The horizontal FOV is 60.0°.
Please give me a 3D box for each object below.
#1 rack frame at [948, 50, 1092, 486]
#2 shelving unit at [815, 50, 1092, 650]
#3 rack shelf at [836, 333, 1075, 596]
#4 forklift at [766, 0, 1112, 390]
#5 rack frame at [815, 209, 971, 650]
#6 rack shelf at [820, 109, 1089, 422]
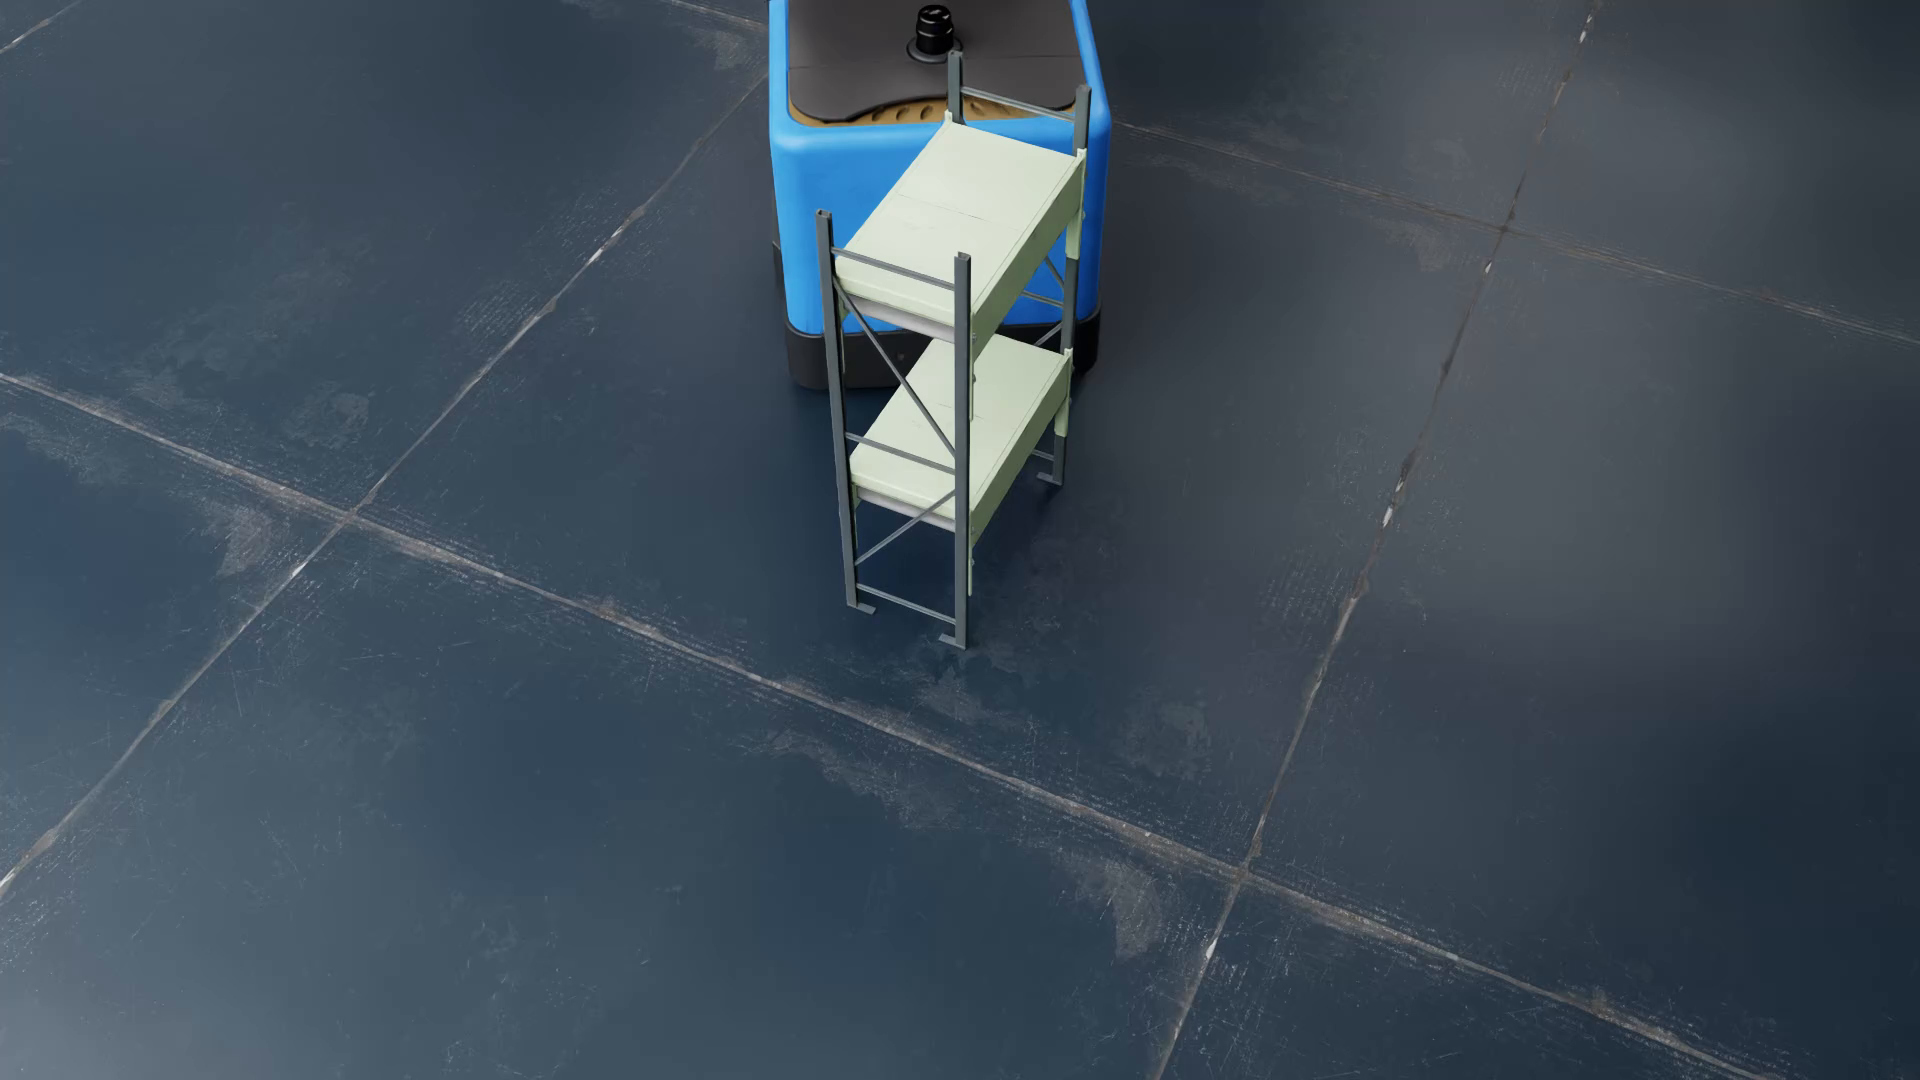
[{"bbox_3d":[0.154,-0.733,4.889,0.400,1.500,0.023,20,52,16],"label":"rack frame"},{"bbox_3d":[-0.003,-0.481,4.675,0.431,1.500,0.755,20,52,16],"label":"shelving unit"},{"bbox_3d":[-0.003,-0.270,4.923,0.431,0.370,0.720,20,52,16],"label":"rack shelf"},{"bbox_3d":[-0.159,-2.581,5.521,1.130,2.935,3.031,-3,50,-3],"label":"forklift"},{"bbox_3d":[-0.159,-0.229,4.460,0.400,1.500,0.023,20,52,16],"label":"rack frame"},{"bbox_3d":[-0.003,-0.734,4.378,0.431,0.370,0.720,20,52,16],"label":"rack shelf"}]
